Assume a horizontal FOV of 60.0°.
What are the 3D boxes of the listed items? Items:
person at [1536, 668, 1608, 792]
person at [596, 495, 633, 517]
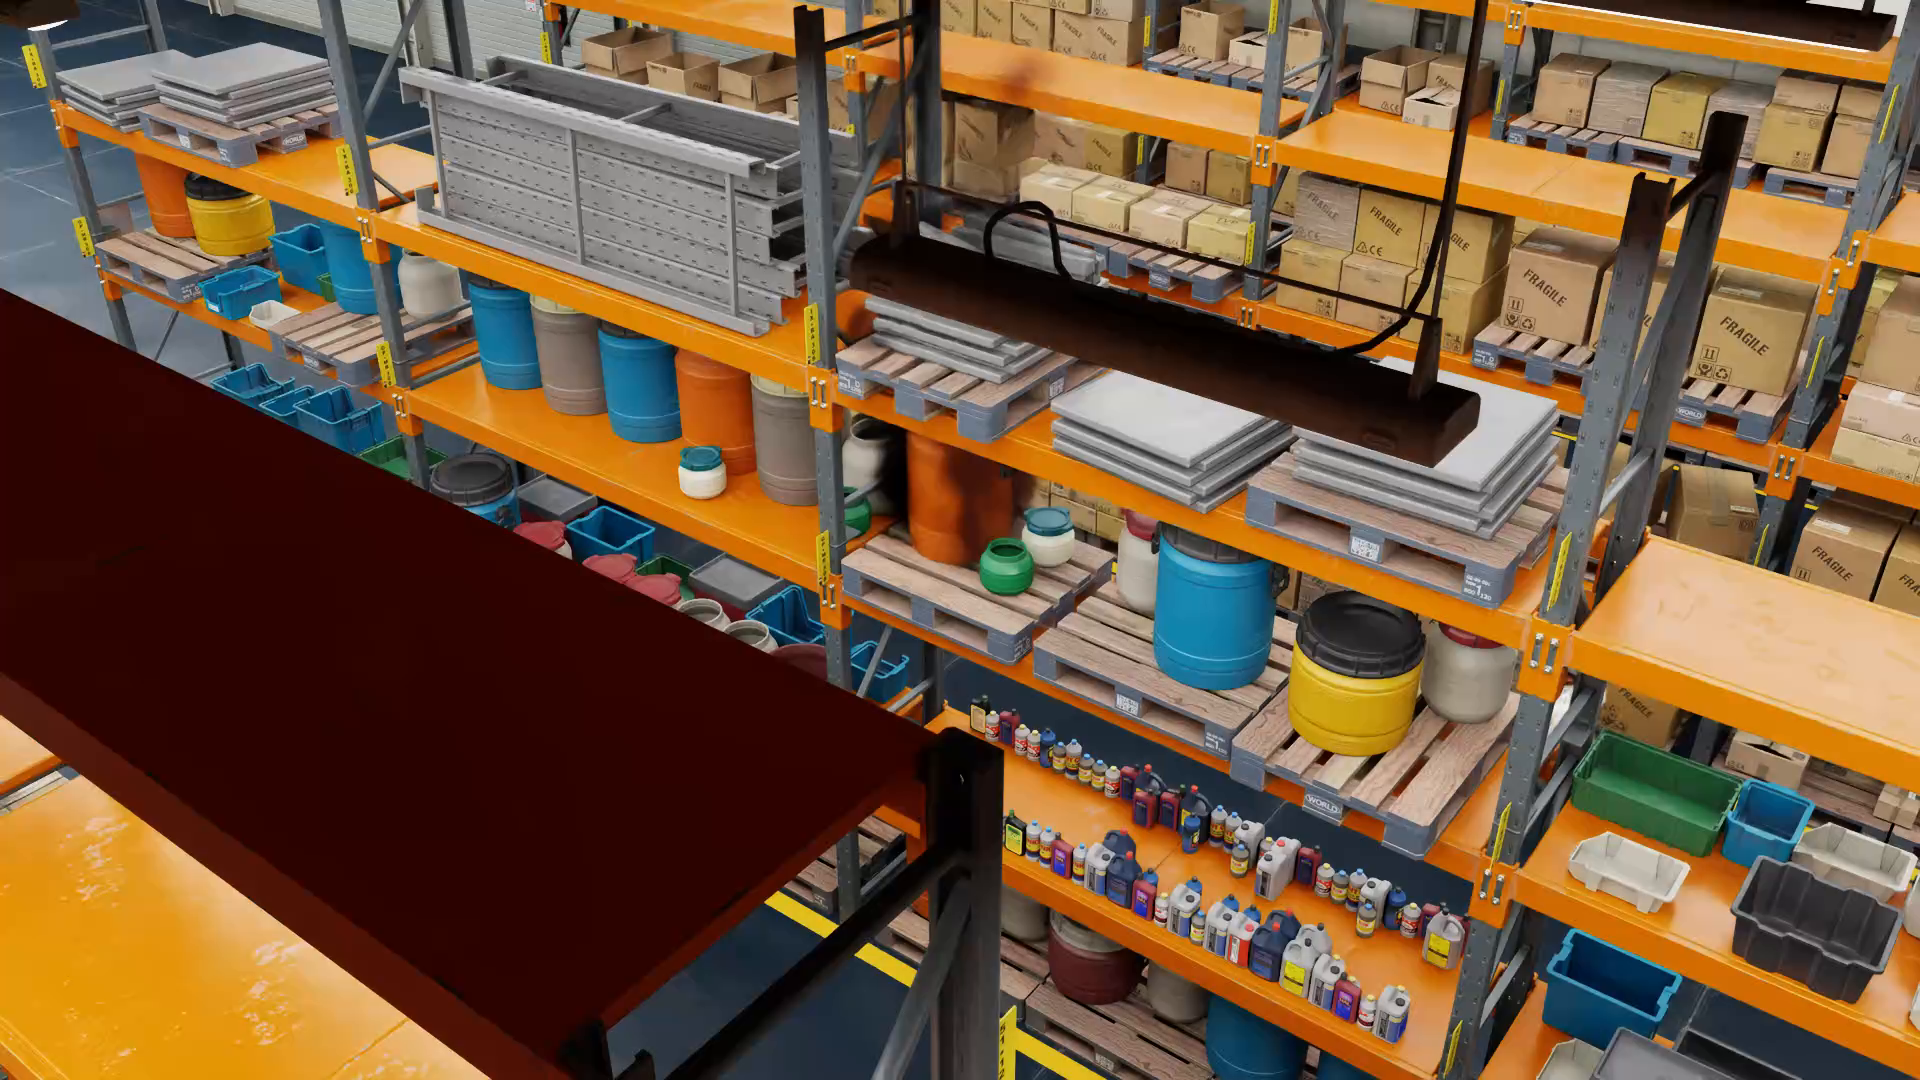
[{"bbox_3d":[3.876,1.426,10.926,0.920,1.696,0.608,16,35,25],"label":"person"},{"bbox_3d":[-3.041,-0.426,14.426,0.661,1.676,0.586,16,35,25],"label":"person"}]
